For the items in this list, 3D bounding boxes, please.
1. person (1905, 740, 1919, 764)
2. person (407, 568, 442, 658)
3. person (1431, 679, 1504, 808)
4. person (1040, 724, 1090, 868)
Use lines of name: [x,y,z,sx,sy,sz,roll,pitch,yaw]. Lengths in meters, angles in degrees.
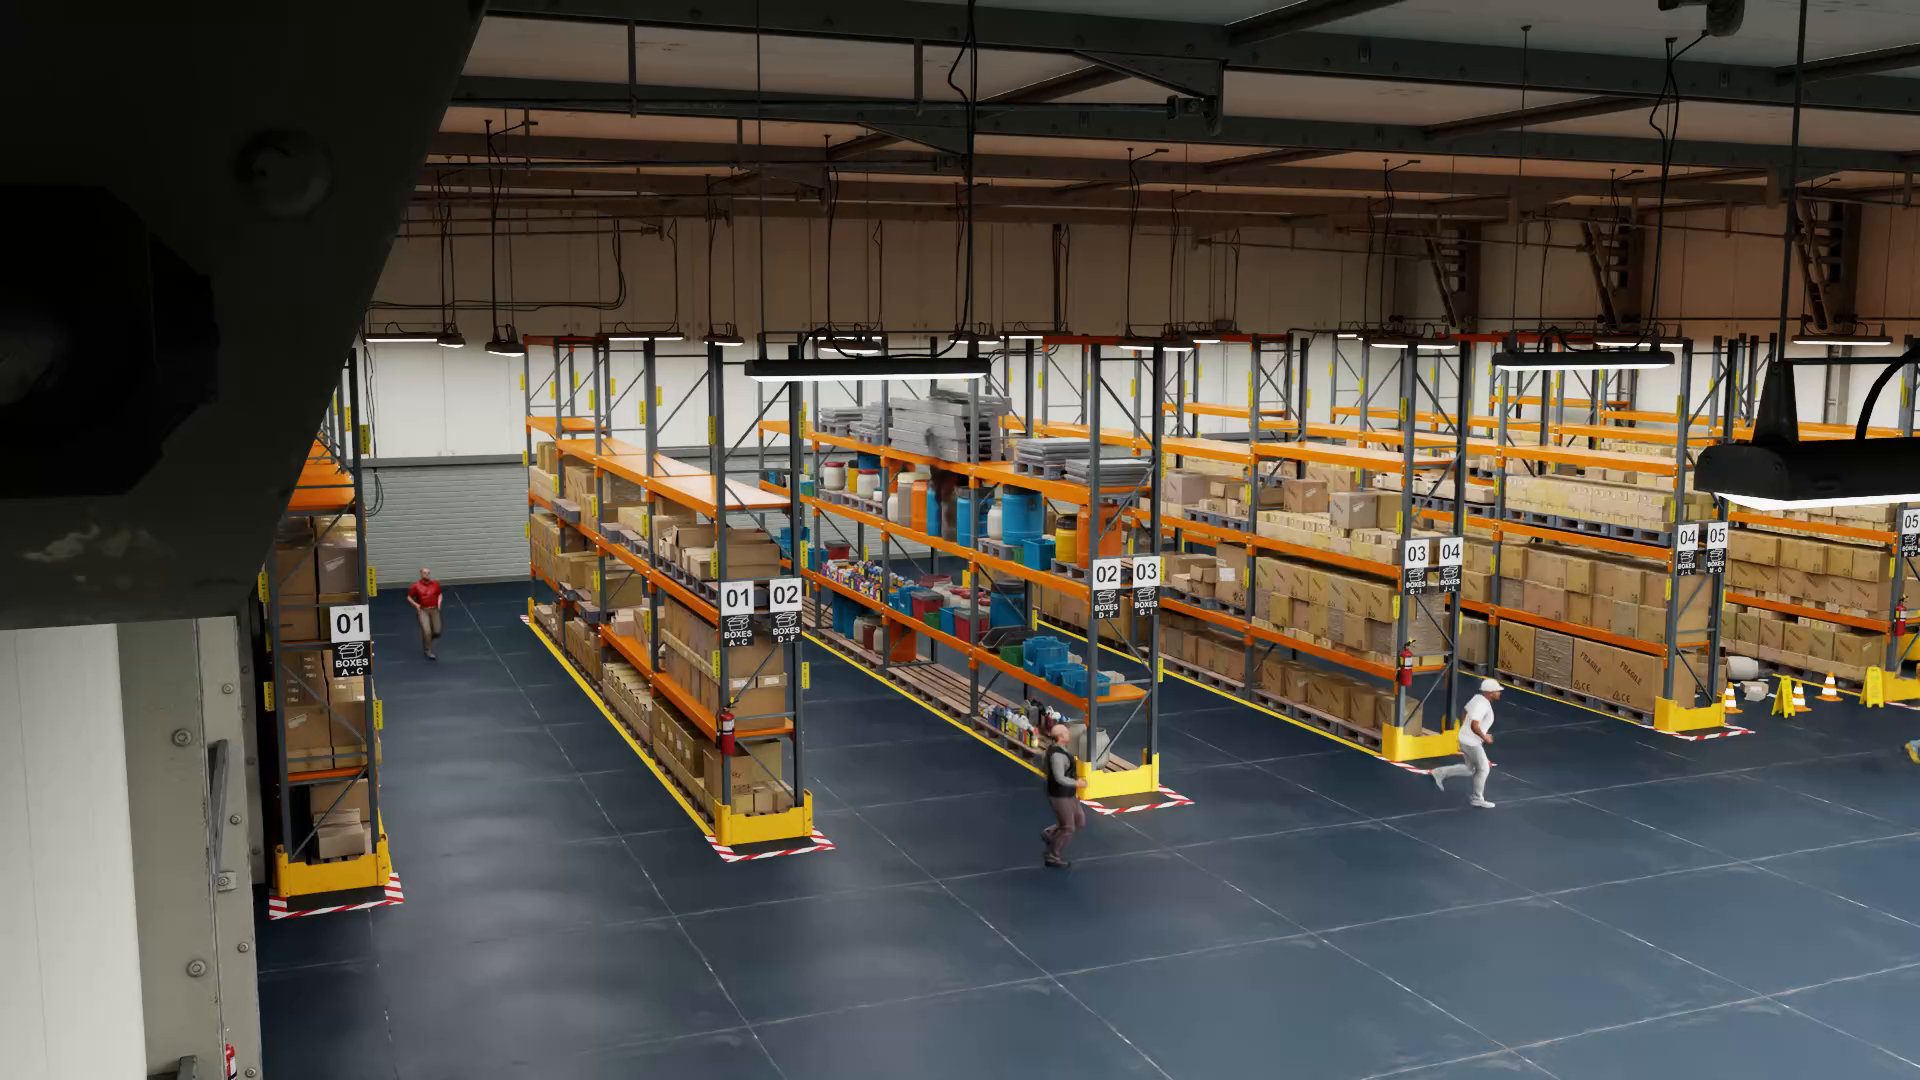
person: [13.654,2.463,23.029,0.942,1.708,0.701,3,8,20]
person: [-10.017,1.354,31.216,0.664,1.675,0.644,-5,9,-35]
person: [6.587,2.636,21.618,0.873,1.708,0.672,2,8,16]
person: [1.216,2.953,19.237,0.569,1.680,0.652,0,8,2]
